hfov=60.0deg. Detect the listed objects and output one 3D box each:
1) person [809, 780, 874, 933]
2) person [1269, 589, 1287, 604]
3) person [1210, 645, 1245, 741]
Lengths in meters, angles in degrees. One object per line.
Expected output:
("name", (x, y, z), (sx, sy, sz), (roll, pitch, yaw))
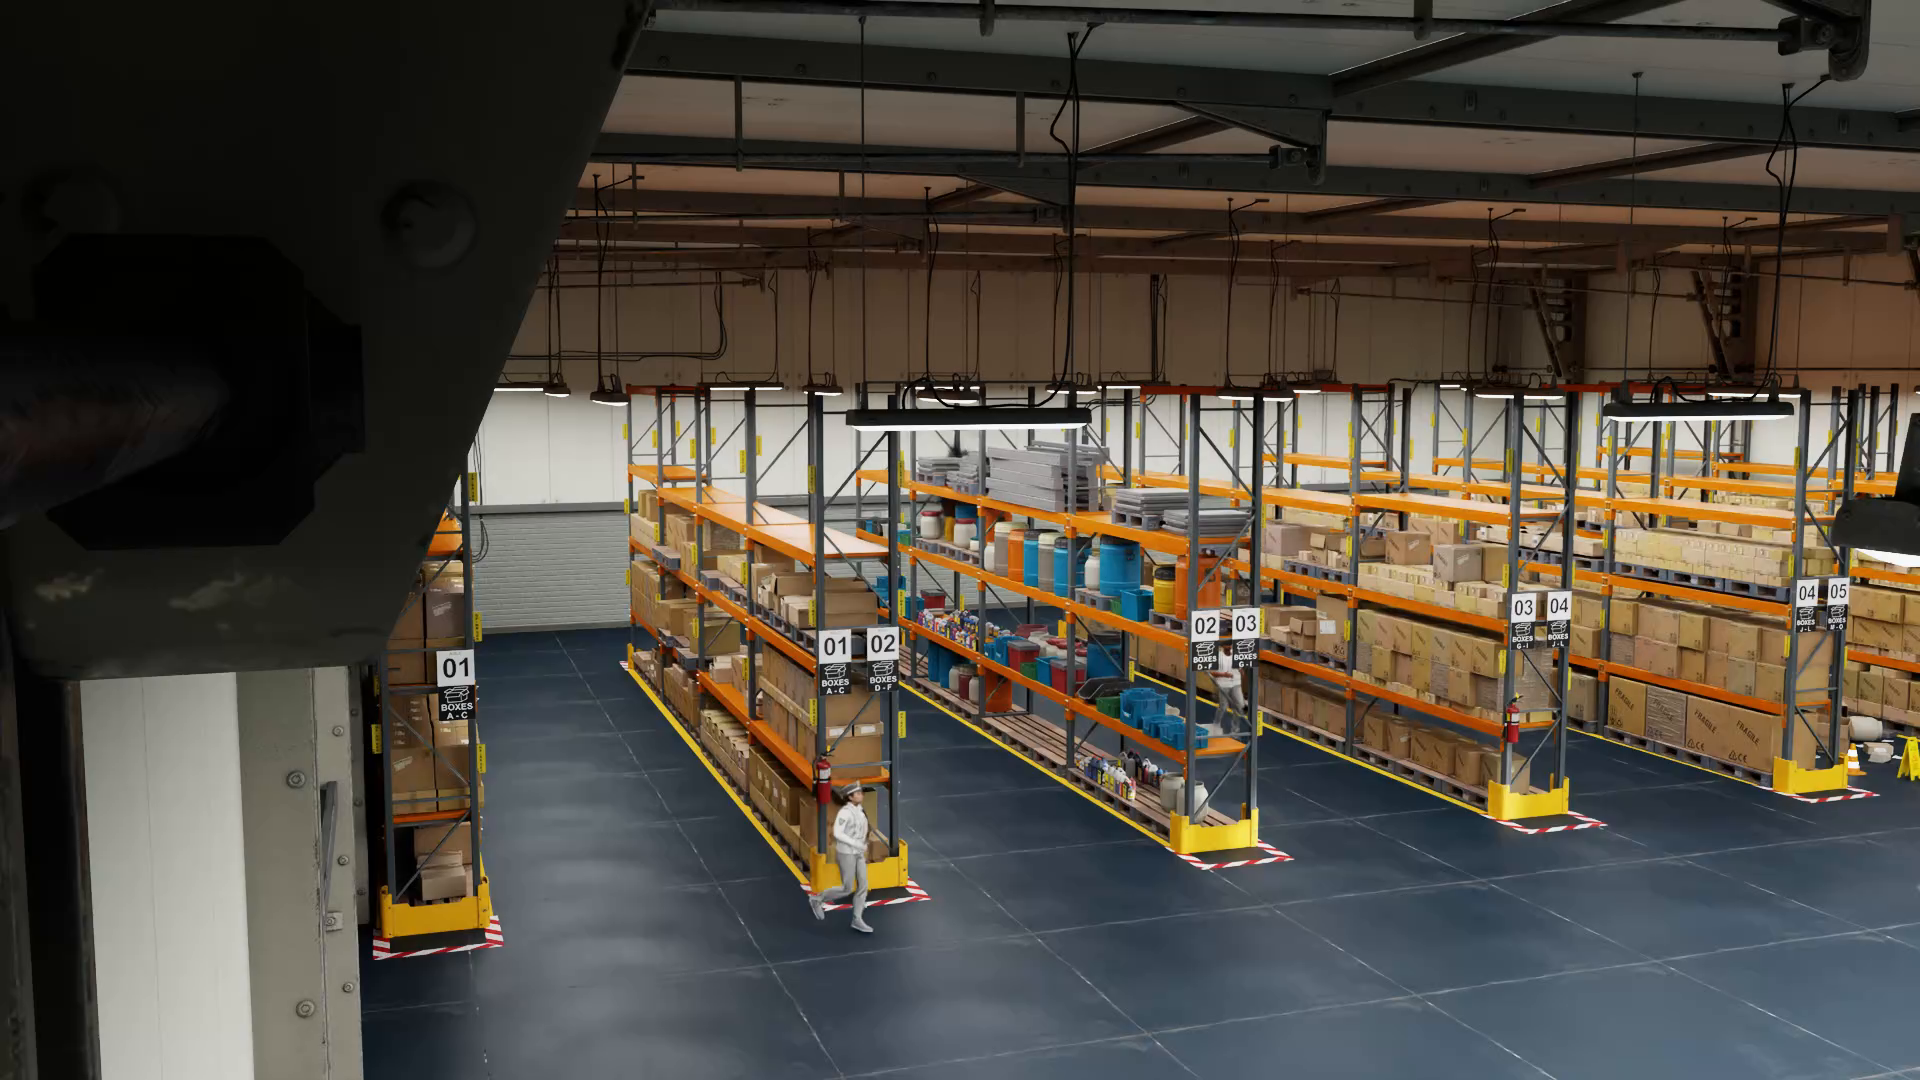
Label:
("person", (-1.256, 3.562, 18.910), (0.737, 1.673, 0.642), (2, 6, 20))
("person", (7.919, 1.287, 41.473), (1.050, 1.524, 0.669), (3, 7, 29))
("person", (4.624, 2.526, 28.603), (0.707, 1.802, 0.757), (-2, 6, -15))
